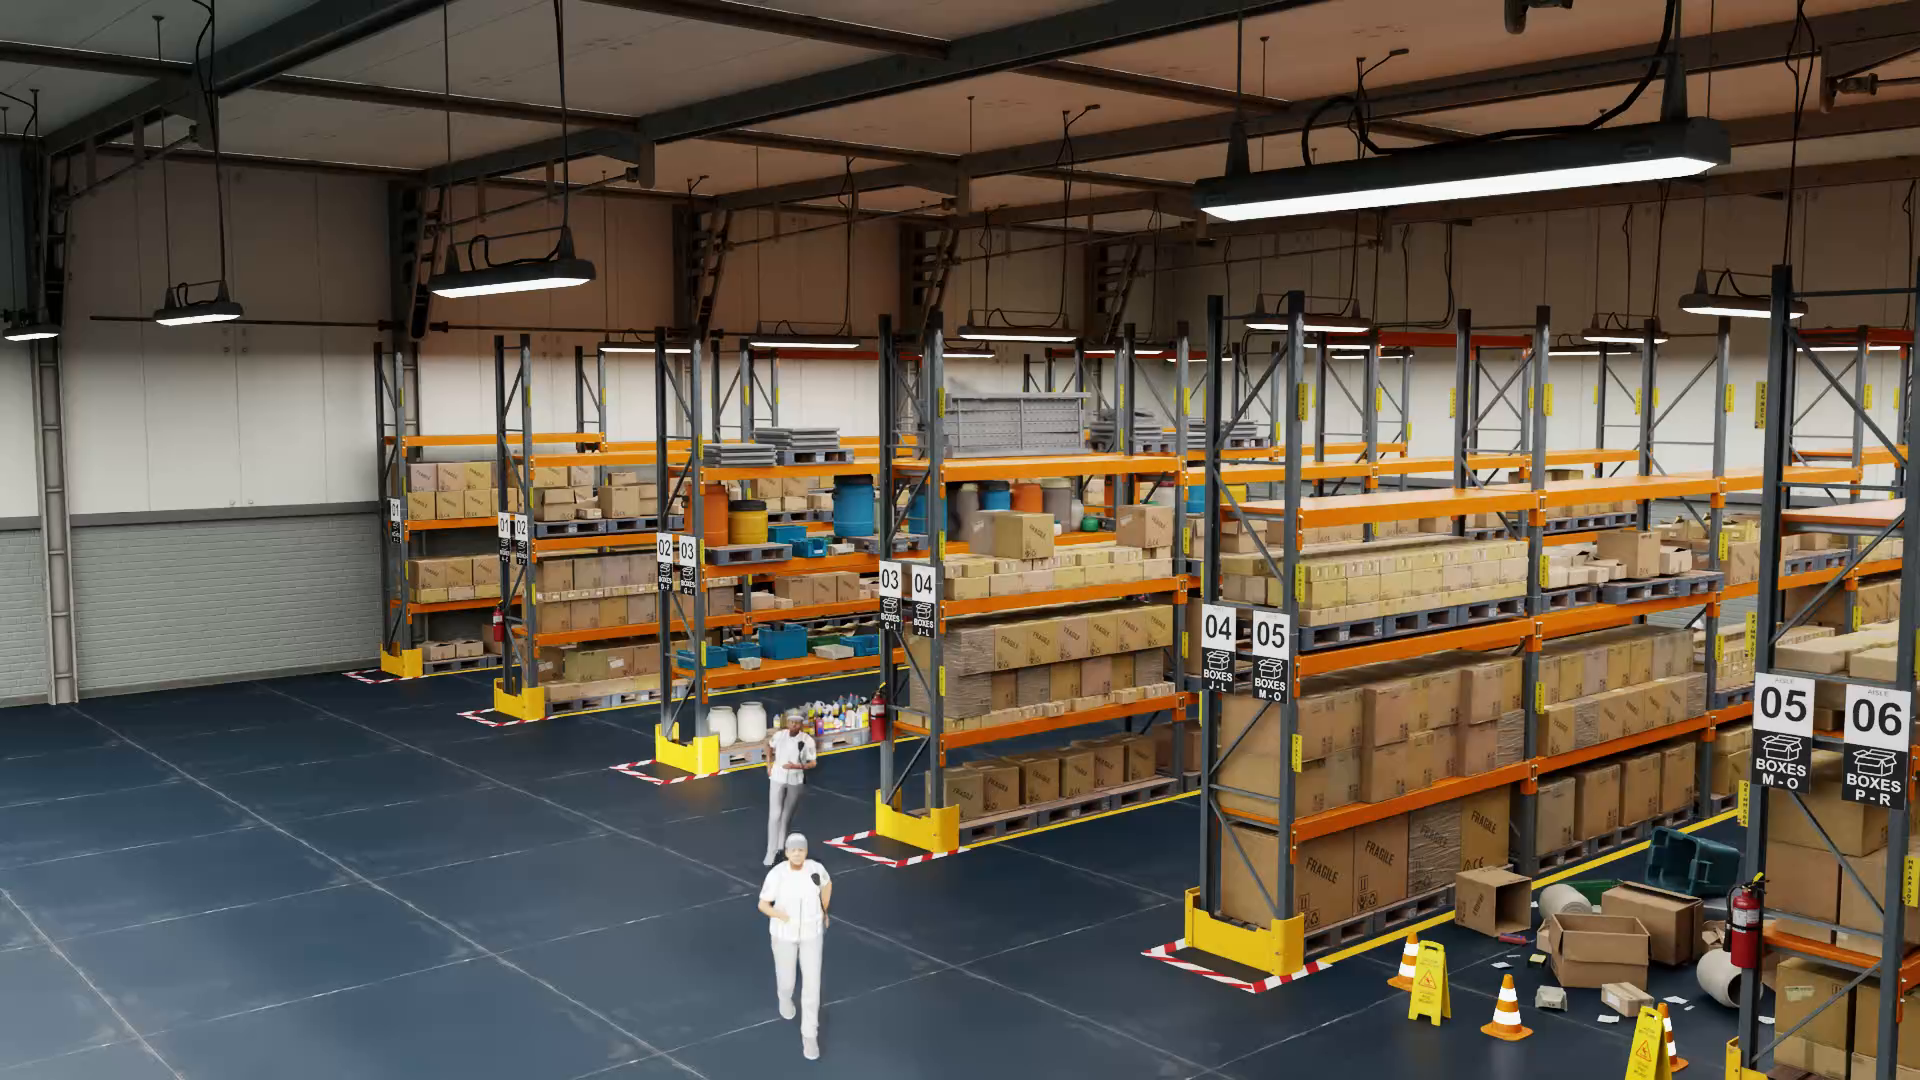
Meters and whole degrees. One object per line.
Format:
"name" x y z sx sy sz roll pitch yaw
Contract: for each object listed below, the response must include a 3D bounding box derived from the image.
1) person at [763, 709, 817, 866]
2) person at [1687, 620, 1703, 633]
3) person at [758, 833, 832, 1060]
"person" -1.867 2.689 18.297 0.591 1.751 0.690 0 5 -4
"person" 10.772 2.069 24.370 0.790 1.837 0.669 -4 7 -40
"person" -1.283 3.136 13.124 0.606 1.657 0.914 -1 5 -12
